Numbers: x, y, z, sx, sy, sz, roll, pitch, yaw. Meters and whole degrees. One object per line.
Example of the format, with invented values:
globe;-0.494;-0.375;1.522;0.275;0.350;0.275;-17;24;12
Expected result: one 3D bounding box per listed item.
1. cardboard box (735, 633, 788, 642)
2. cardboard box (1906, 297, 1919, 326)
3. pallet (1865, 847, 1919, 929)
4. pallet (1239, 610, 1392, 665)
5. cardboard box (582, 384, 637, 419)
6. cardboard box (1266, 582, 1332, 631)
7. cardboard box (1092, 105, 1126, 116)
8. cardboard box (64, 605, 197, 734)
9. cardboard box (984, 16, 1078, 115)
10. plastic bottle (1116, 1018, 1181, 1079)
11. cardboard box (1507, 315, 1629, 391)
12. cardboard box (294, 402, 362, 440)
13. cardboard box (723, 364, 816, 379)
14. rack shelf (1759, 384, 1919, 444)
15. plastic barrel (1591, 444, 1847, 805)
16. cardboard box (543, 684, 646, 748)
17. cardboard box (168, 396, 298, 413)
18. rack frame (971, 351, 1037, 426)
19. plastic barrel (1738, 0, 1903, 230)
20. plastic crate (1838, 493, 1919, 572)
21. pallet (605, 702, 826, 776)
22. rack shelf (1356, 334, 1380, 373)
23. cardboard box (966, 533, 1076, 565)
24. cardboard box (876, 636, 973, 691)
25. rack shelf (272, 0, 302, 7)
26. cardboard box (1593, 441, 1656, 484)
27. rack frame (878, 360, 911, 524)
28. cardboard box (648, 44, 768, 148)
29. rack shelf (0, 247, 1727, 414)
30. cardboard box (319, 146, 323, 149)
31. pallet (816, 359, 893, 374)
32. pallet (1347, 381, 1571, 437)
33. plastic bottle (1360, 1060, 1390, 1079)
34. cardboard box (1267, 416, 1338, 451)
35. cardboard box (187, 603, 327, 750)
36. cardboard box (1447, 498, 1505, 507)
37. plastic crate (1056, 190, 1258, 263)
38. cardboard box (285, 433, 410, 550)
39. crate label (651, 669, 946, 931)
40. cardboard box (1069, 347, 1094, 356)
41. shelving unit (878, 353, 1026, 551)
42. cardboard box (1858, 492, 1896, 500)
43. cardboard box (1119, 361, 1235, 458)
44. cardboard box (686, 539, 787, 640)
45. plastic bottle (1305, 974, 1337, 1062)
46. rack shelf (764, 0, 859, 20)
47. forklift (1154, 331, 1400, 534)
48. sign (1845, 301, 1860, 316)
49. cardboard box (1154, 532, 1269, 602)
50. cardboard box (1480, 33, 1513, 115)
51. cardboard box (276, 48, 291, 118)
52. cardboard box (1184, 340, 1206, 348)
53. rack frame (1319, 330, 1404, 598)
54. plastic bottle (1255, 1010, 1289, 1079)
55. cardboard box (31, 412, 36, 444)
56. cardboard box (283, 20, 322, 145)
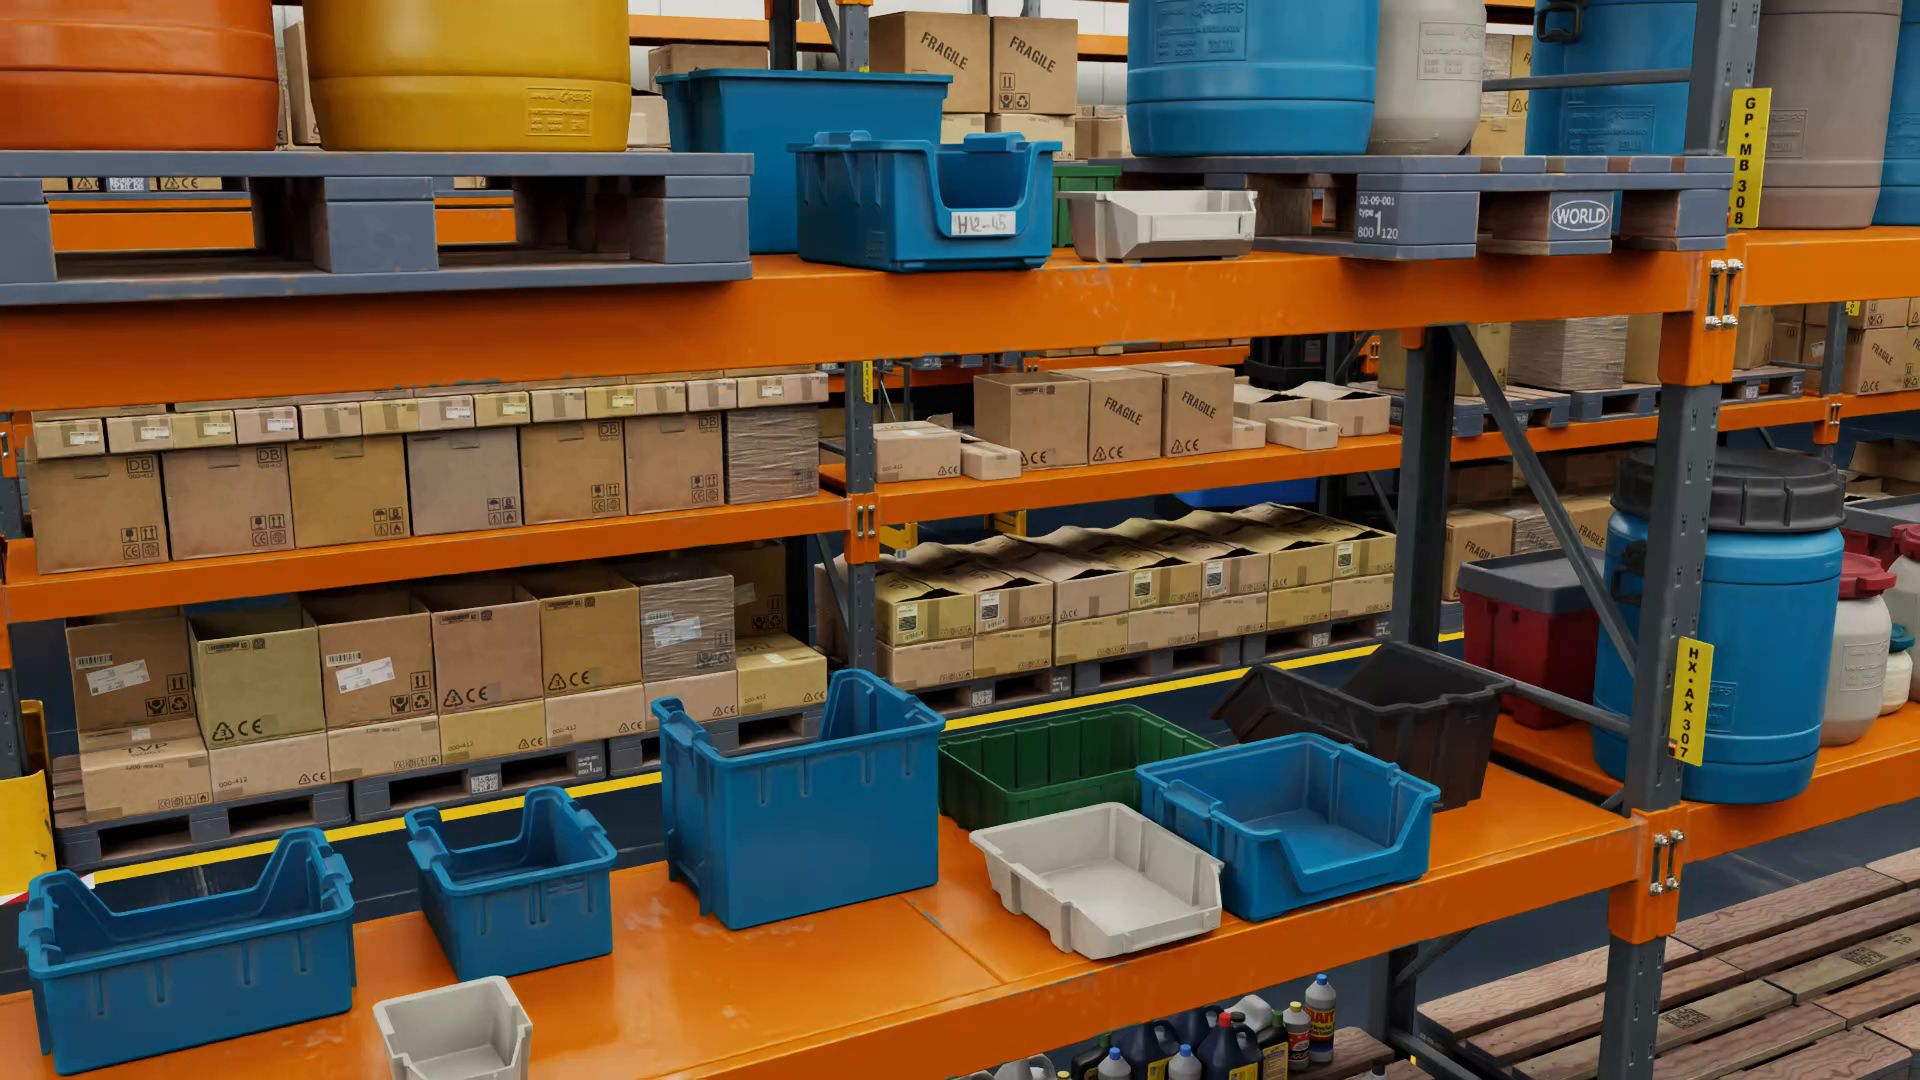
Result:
cardboard box;-1.290;0.617;9.344;0.500;0.250;0.500;-7;14;-28
cardboard box;7.285;-1.938;12.885;0.500;0.500;0.500;-7;15;-30
pallet;4.445;1.458;6.649;1.213;0.211;1.003;-7;14;-28
pallet;2.032;0.508;10.870;1.213;0.211;1.003;-7;14;-28
cardboard box;-1.768;-0.699;8.178;0.250;0.149;0.380;-7;14;-28
cardboard box;1.978;0.363;10.472;0.500;0.250;0.500;-7;14;-29
cardboard box;1.235;-3.740;15.335;0.500;0.500;0.700;-8;15;-31
cardboard box;-3.920;0.567;7.854;0.500;0.500;0.500;-7;14;-28
cardboard box;0.311;-2.593;9.144;0.500;0.500;0.500;-5;14;-22
plastic bottle;0.560;1.547;4.934;0.185;0.351;0.144;-8;15;-30
cardboard box;4.166;-1.332;11.513;0.500;0.500;0.700;-4;13;-17
cardboard box;-2.896;-0.563;7.576;0.250;0.149;0.380;-7;15;-30
cardboard box;-1.124;-1.144;8.679;0.500;0.500;0.700;-7;14;-28
rack shelf;8.040;-1.211;13.799;4.000;0.370;1.077;-7;14;-28
plastic barrel;2.117;0.218;4.668;0.708;0.901;0.600;-7;14;-28
cardboard box;-1.915;0.823;8.425;0.500;0.250;0.500;-7;14;-28
cardboard box;-3.327;-0.880;7.504;0.500;0.500;0.700;-7;15;-29
rack frame;0.397;-1.885;15.155;0.127;3.000;1.000;-7;14;-28
plastic barrel;2.549;-1.427;5.147;0.600;0.901;0.600;0;13;0
plastic crate;3.579;0.104;6.171;0.583;0.464;0.402;-7;14;-28
pallet;-1.456;0.926;9.015;1.213;0.211;1.003;-7;14;-28
rack shelf;5.663;-2.166;18.039;4.000;0.370;1.077;-7;14;-28
cardboard box;0.373;0.147;10.154;0.500;0.311;0.500;-7;14;-28
cardboard box;-0.265;0.632;9.277;0.500;0.250;0.500;-7;15;-29
rack shelf;-4.870;-3.828;11.771;4.000;0.370;1.077;-7;14;-28
cardboard box;4.865;-0.604;12.444;0.500;0.250;0.500;-7;14;-28
rack frame;-0.521;-0.669;13.167;0.032;1.500;0.500;-7;14;-28
cardboard box;-1.306;-2.294;8.634;0.500;0.500;0.500;-6;14;-23
rack shelf;-0.123;-0.457;3.616;4.000;0.370;1.077;-7;14;-28
cardboard box;-4.357;-2.769;11.978;0.500;0.500;0.500;-7;15;-30
pallet;-1.321;-1.576;14.216;1.213;0.211;1.003;-7;14;-28
pallet;3.335;-0.922;11.313;1.003;0.211;1.213;-7;14;-28
plastic bottle;1.136;1.618;4.620;0.185;0.351;0.144;-7;14;-28
cardboard box;2.116;-0.661;10.285;0.250;0.149;0.380;-7;14;-28
cardboard box;-3.233;0.615;7.644;0.500;0.500;0.500;-7;14;-28
cardboard box;3.482;-0.070;11.779;0.500;0.500;0.500;-6;14;-26
plastic crate;0.417;-0.643;3.405;0.396;0.136;0.243;-7;14;-28
cardboard box;-2.935;-0.292;7.848;0.500;0.500;0.700;-7;14;-27
crate label;-0.392;0.602;4.020;0.616;0.435;0.502;-7;14;-28
cardboard box;1.022;-1.787;15.246;0.250;0.149;0.380;-7;14;-27
shelving unit;-0.067;-0.724;13.409;1.083;1.500;0.587;-7;14;-28
cardboard box;7.511;-0.280;13.471;0.250;0.166;0.380;-7;14;-28
cardboard box;1.308;-0.800;10.106;0.500;0.500;0.500;-8;15;-31
cardboard box;-1.295;0.249;9.270;0.500;0.500;0.500;-7;14;-28
plastic bottle;1.143;1.510;5.279;0.097;0.271;0.097;0;13;0
rack shelf;-2.493;-2.681;7.574;4.000;0.370;1.077;-7;14;-28
forklift;3.241;-1.568;13.900;3.031;2.935;1.130;-3;13;-11
sign;6.553;-1.810;12.184;0.005;0.325;0.100;-7;14;-28
cardboard box;1.534;0.143;10.171;0.500;0.311;0.500;-7;14;-28
cardboard box;3.159;-2.976;10.663;0.500;0.500;0.500;-7;14;-28
cardboard box;-5.010;-3.308;12.093;0.500;0.500;0.500;-7;14;-28
cardboard box;2.138;-1.926;15.862;0.250;0.149;0.380;-7;14;-28
rack frame;2.773;-0.931;10.915;0.127;3.000;1.000;-7;14;-28
plastic bottle;0.924;1.564;5.013;0.133;0.283;0.061;-7;14;-28
cardboard box;-4.004;-0.532;7.435;0.250;0.149;0.380;-7;15;-29
cardboard box;-2.660;-1.997;7.316;0.500;0.500;0.500;-7;14;-28
